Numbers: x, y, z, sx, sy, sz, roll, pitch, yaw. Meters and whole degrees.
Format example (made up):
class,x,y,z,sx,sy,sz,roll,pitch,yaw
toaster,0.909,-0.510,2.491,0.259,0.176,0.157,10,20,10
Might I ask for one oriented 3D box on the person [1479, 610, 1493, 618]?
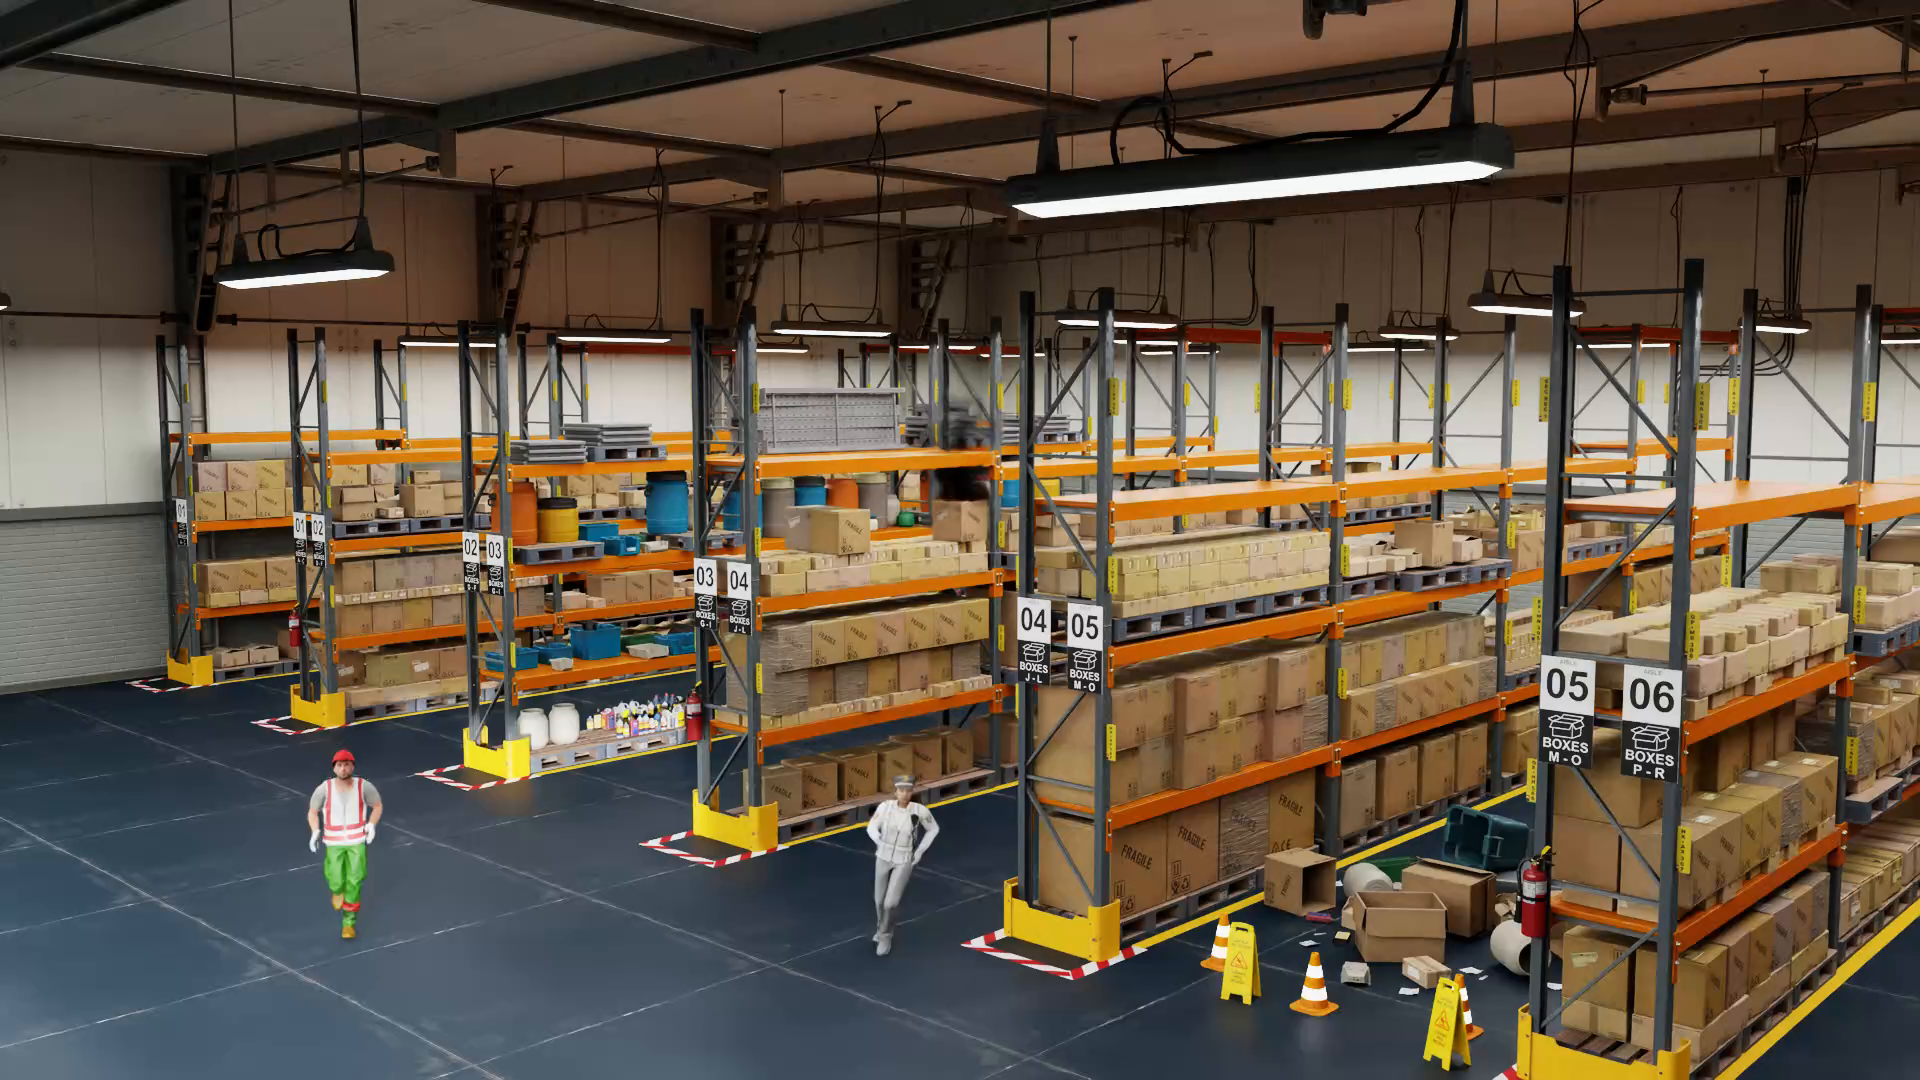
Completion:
class,x,y,z,sx,sy,sz,roll,pitch,yaw
person,8.015,1.933,25.291,0.751,1.753,0.692,-5,7,-41

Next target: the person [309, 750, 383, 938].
class,x,y,z,sx,sy,sz,roll,pitch,yaw
person,-5.780,2.833,15.682,0.662,1.744,0.640,-2,6,-20

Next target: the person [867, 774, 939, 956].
class,x,y,z,sx,sy,sz,roll,pitch,yaw
person,-0.549,2.935,15.083,0.622,1.683,0.644,1,6,15
